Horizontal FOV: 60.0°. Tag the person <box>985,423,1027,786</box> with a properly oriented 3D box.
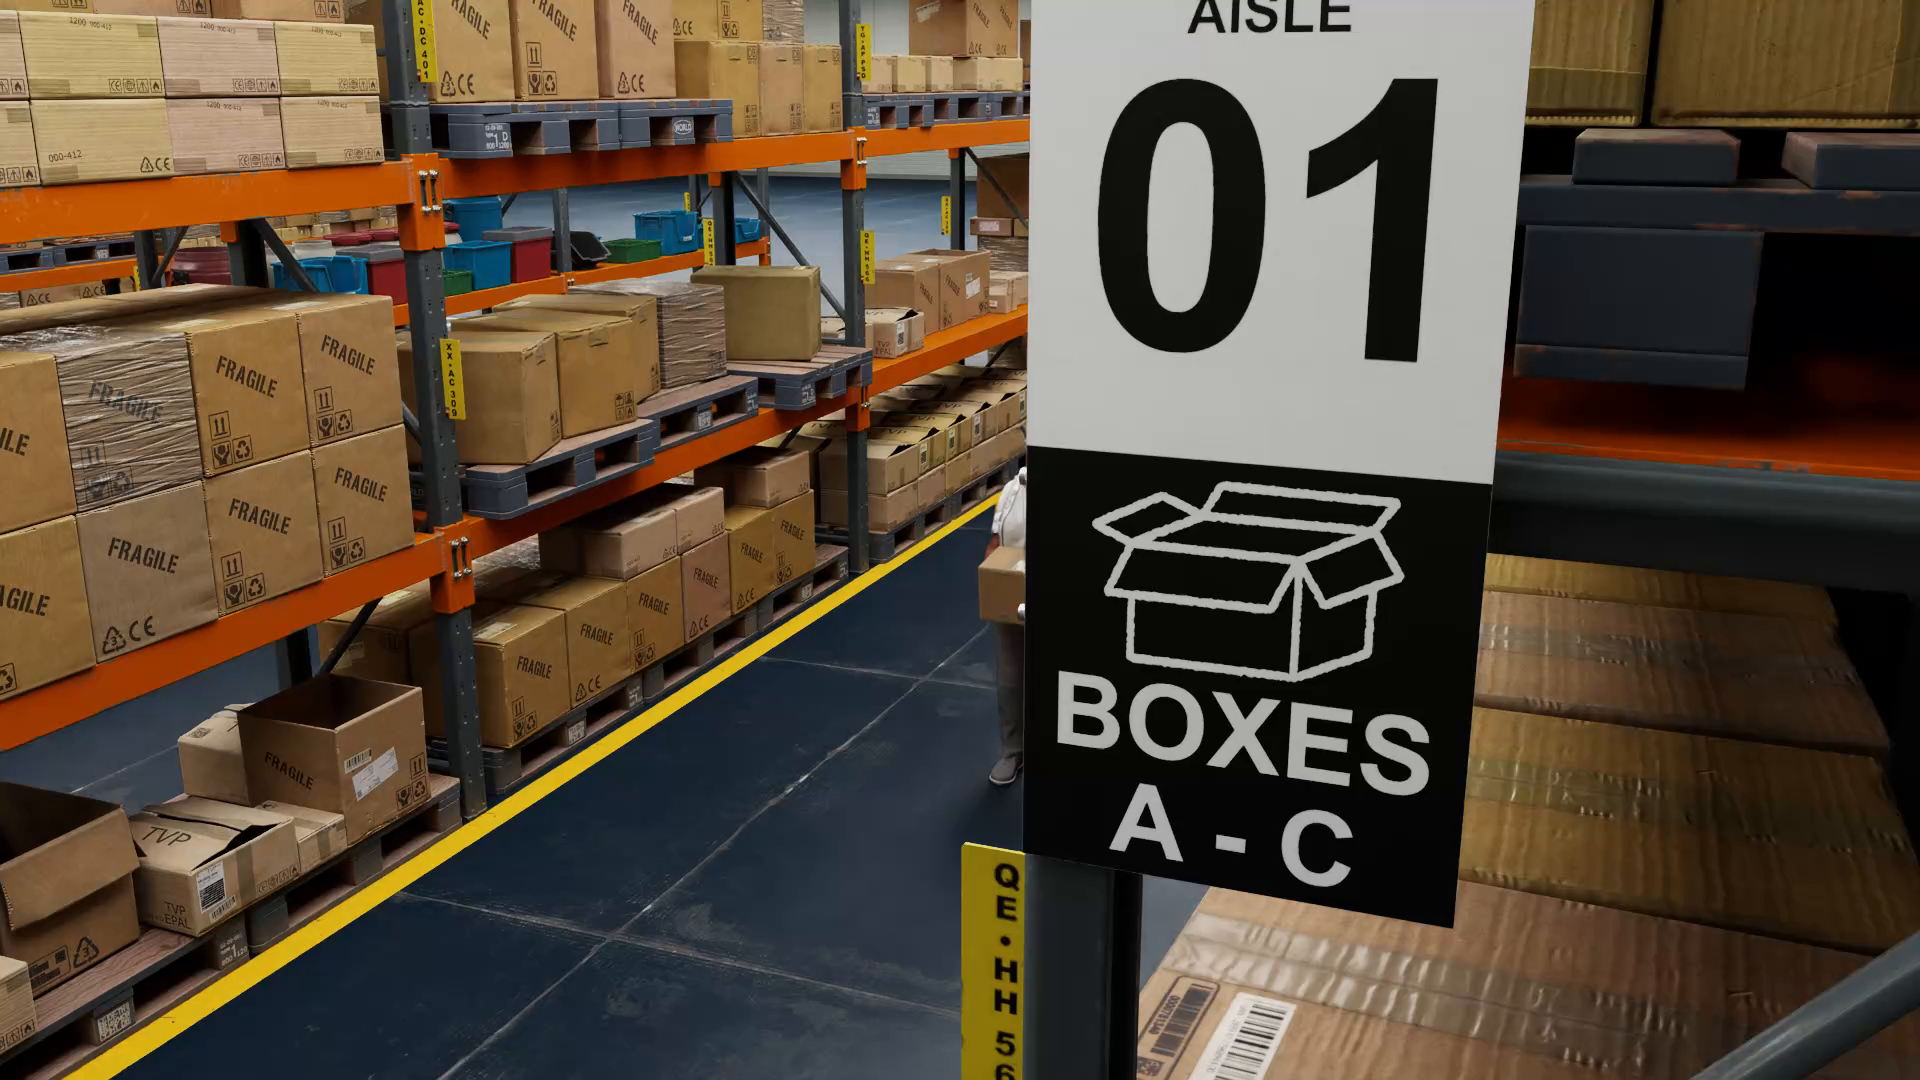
[{"bbox_3d":[0.313,0.304,7.399,0.451,1.684,0.527,6,17,22],"label":"person"}]
